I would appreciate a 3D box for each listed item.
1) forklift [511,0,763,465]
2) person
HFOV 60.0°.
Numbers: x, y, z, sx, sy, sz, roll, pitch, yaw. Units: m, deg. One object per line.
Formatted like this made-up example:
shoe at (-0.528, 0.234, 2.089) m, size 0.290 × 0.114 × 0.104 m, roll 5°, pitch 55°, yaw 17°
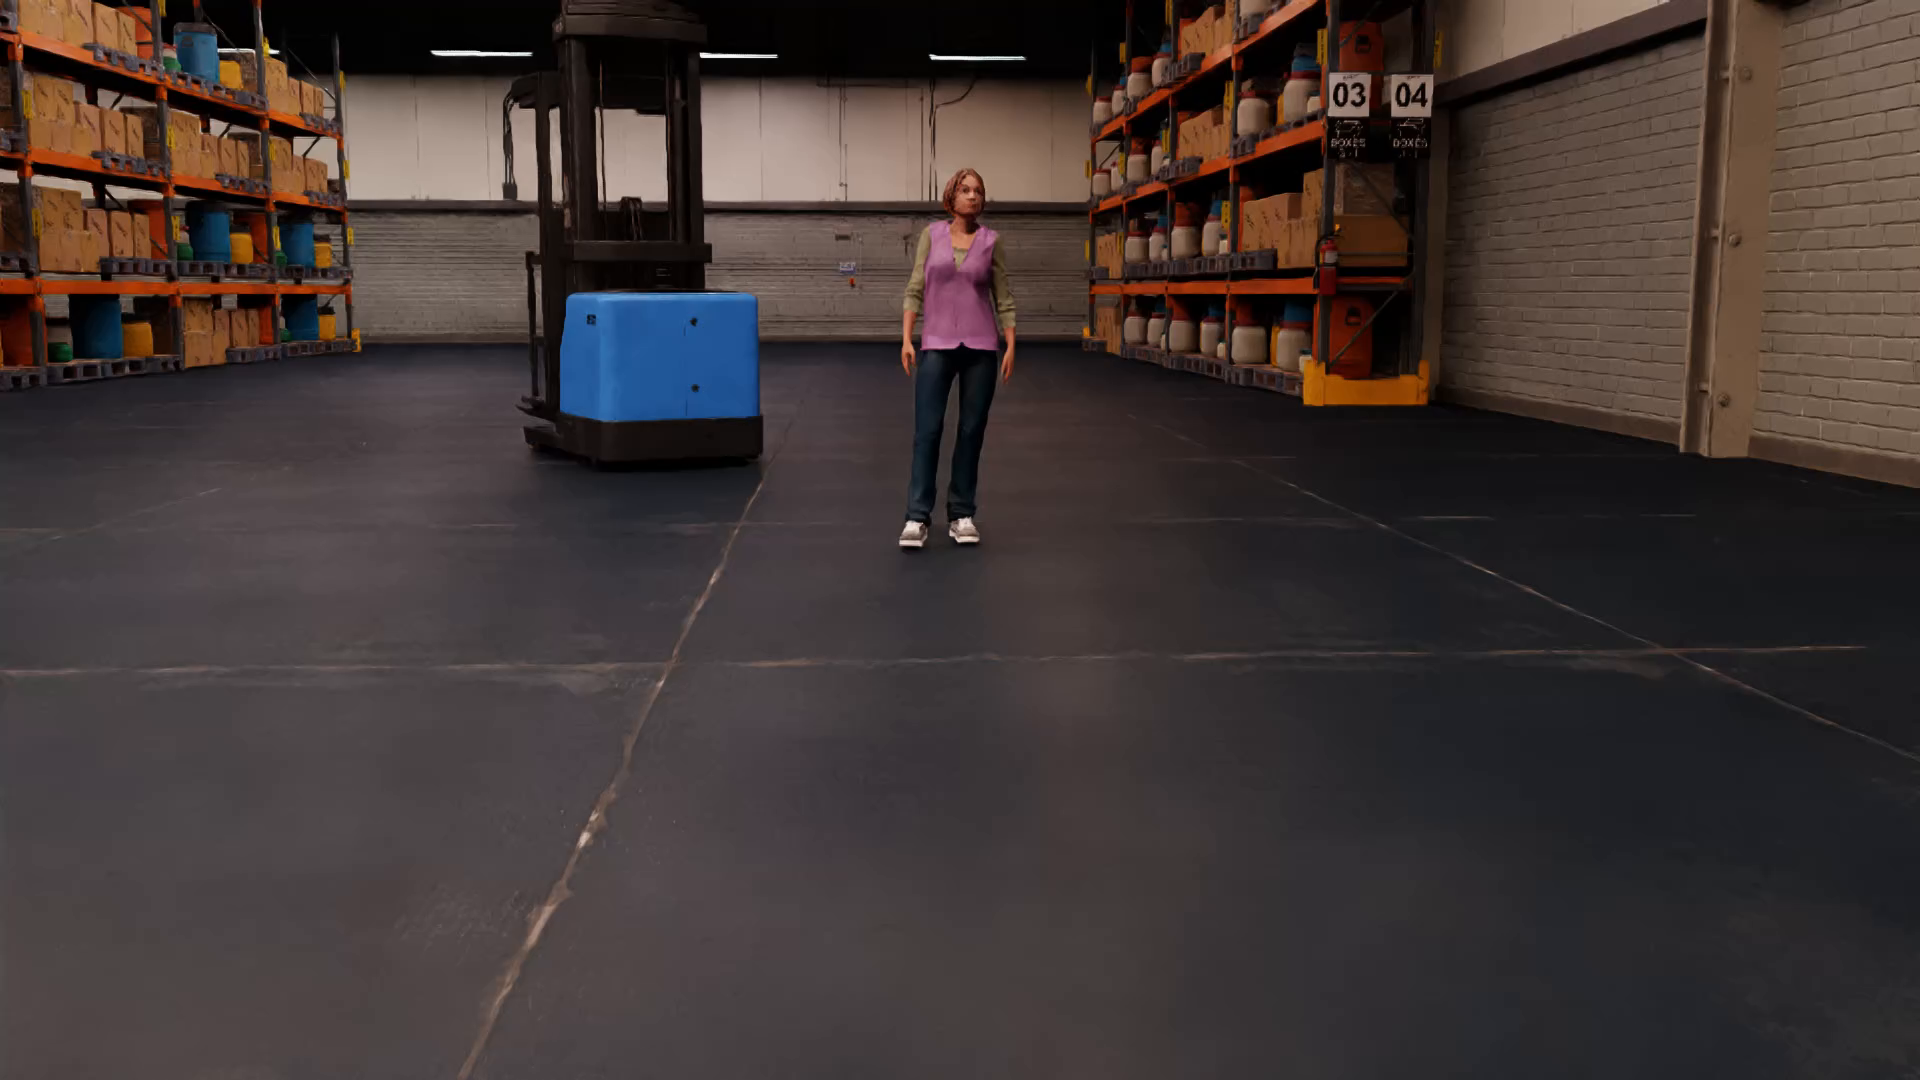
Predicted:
forklift at (-2.381, -2.083, 11.357) m, size 1.130 × 2.935 × 3.031 m, roll -4°, pitch 10°, yaw -28°
person at (-0.009, -0.786, 7.118) m, size 0.520 × 1.597 × 0.474 m, roll -1°, pitch 8°, yaw -4°
